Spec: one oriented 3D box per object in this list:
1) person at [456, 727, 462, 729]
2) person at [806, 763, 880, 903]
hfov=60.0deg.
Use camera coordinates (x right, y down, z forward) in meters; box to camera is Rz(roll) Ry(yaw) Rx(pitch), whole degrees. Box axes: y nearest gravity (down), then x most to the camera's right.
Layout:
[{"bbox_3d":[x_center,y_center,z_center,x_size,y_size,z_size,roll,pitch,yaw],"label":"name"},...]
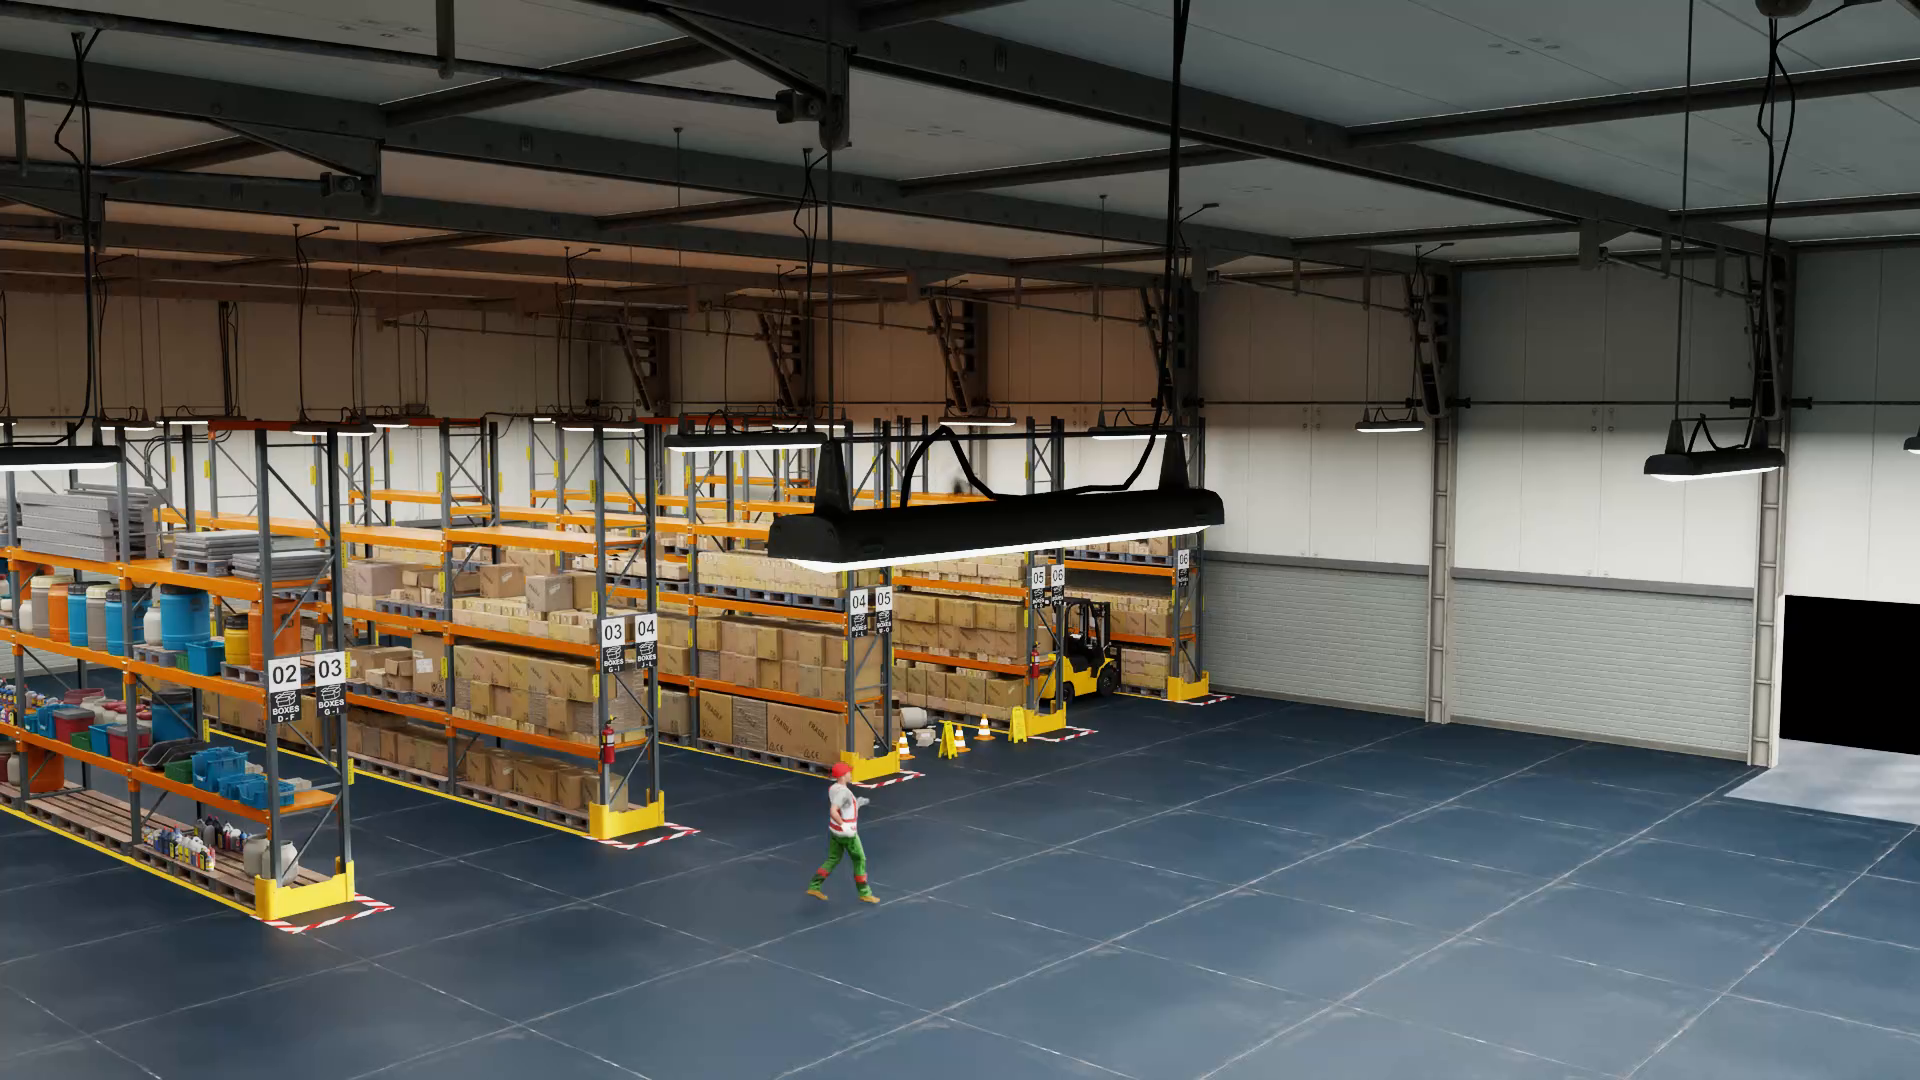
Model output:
[{"bbox_3d":[-9.716,2.842,32.299,0.605,1.639,0.560,3,6,35],"label":"person"},{"bbox_3d":[-1.461,3.679,20.827,0.940,1.804,0.656,-2,5,-26],"label":"person"}]
